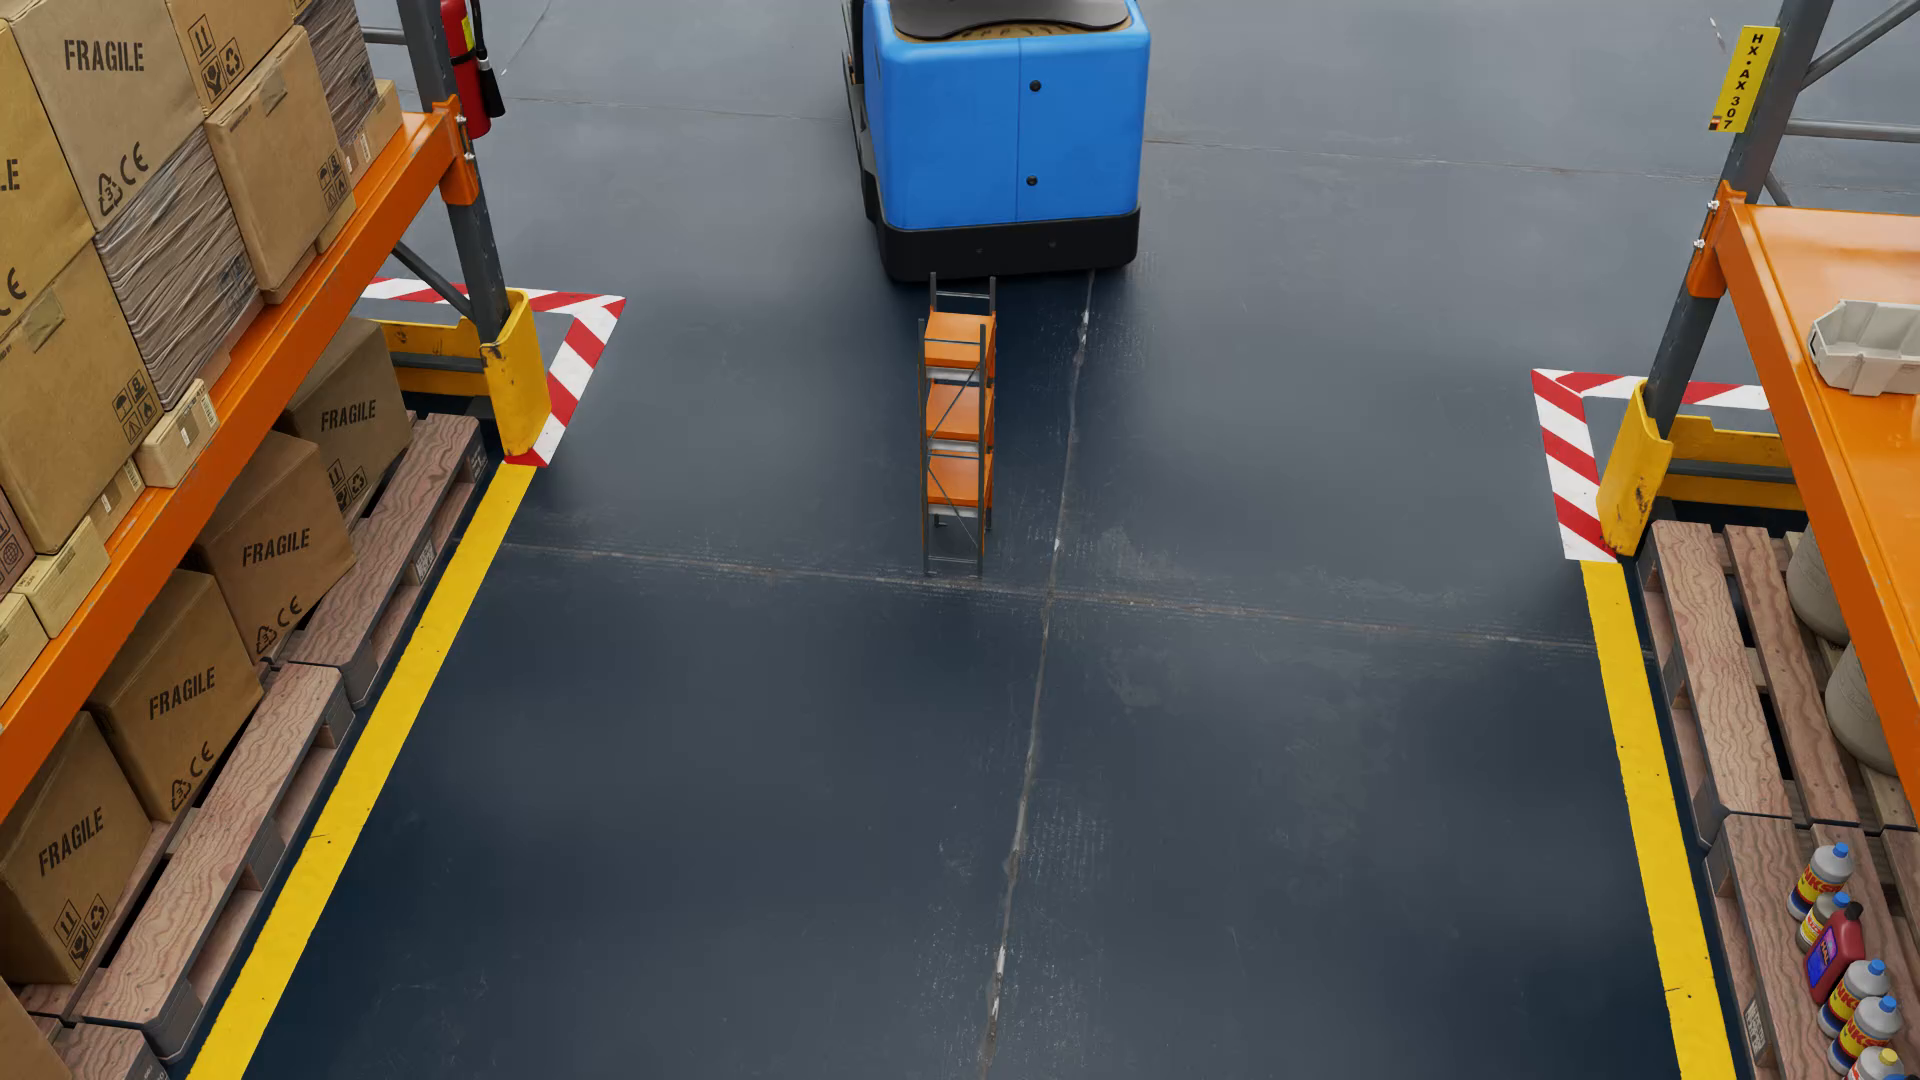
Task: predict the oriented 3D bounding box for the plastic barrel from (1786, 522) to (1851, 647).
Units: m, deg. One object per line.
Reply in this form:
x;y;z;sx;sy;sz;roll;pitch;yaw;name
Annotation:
2.774;0.045;5.025;0.421;0.512;0.421;0;43;0;plastic barrel

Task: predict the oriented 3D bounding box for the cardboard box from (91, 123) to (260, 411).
-2.280;-0.695;4.013;0.875;0.500;0.500;5;44;6;cardboard box

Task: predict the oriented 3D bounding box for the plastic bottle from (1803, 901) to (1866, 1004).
2.189;1.025;4.141;0.061;0.283;0.133;6;44;6;plastic bottle

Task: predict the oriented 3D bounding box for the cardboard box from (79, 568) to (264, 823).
-2.370;0.403;4.655;0.500;0.500;0.500;9;44;9;cardboard box

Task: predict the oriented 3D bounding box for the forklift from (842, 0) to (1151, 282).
0.031;-3.129;6.923;1.130;2.935;3.031;-5;44;-5;forklift

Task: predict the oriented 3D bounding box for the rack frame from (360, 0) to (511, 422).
-2.124;-1.611;5.270;1.000;3.000;0.127;5;44;6;rack frame

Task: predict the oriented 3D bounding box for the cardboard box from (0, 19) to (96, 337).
-2.155;-0.700;3.291;0.500;0.500;0.500;5;44;6;cardboard box

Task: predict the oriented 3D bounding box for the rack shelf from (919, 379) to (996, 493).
-0.007;-0.337;5.358;0.215;0.259;0.240;5;44;6;rack shelf

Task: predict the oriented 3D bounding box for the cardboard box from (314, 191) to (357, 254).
-1.973;-0.962;4.767;0.380;0.149;0.250;5;44;6;cardboard box

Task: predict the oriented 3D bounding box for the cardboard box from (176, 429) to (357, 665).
-2.269;-0.022;5.104;0.500;0.500;0.500;16;46;16;cardboard box

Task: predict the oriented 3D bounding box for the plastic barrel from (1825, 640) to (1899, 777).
2.708;0.387;4.664;0.421;0.512;0.421;0;43;0;plastic barrel

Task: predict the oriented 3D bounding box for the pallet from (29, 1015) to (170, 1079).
-2.599;1.666;3.837;1.003;0.211;1.213;5;44;6;pallet

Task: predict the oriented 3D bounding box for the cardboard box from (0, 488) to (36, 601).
-2.465;-0.018;3.298;0.875;0.500;0.500;5;44;6;cardboard box

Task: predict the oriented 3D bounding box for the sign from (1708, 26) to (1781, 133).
2.240;-1.315;4.755;0.100;0.325;0.005;5;44;6;sign

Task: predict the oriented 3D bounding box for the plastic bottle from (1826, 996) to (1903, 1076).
2.178;1.179;3.988;0.097;0.271;0.097;0;43;0;plastic bottle

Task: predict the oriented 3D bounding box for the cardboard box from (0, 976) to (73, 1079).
-2.492;1.210;3.803;0.500;0.500;0.500;19;46;19;cardboard box

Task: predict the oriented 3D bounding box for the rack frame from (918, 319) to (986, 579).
-0.023;-0.262;5.263;0.200;1.050;0.008;5;44;6;rack frame

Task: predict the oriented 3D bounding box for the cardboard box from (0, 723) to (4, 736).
-2.178;0.407;3.321;0.380;0.149;0.250;5;44;6;cardboard box

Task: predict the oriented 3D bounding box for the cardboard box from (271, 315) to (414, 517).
-2.223;-0.432;5.537;0.500;0.500;0.500;13;45;13;cardboard box

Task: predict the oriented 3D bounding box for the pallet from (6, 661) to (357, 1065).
-2.441;0.833;4.717;1.003;0.211;1.213;5;44;6;pallet

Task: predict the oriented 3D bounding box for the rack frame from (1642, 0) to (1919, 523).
2.785;-1.161;4.795;1.000;3.000;0.127;5;44;6;rack frame

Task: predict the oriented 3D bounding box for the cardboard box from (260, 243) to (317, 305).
-2.021;-0.793;4.588;0.380;0.149;0.250;5;44;6;cardboard box

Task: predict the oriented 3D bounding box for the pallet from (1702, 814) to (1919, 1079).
2.545;1.290;4.234;1.003;0.211;1.213;5;44;6;pallet

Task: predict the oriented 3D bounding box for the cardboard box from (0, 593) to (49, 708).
-2.186;0.233;3.505;0.380;0.149;0.250;5;44;6;cardboard box

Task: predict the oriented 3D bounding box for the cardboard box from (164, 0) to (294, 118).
-2.013;-1.380;4.010;0.500;0.500;0.500;5;44;6;cardboard box

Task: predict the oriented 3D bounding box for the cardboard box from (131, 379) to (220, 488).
-2.052;-0.275;4.042;0.380;0.149;0.250;5;44;6;cardboard box

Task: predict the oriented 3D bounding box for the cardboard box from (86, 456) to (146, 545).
-2.153;-0.111;3.869;0.380;0.149;0.250;5;44;6;cardboard box

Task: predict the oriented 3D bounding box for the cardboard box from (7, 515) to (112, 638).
-2.142;0.063;3.684;0.380;0.149;0.250;5;44;6;cardboard box

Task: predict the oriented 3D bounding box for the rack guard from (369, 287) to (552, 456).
-2.134;-0.652;6.075;1.175;0.500;0.348;5;44;6;rack guard

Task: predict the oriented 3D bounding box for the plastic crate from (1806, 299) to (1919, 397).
2.348;-0.485;4.272;0.298;0.136;0.250;5;44;6;plastic crate

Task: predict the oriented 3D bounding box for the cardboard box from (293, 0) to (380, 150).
-2.224;-1.383;4.740;0.875;0.500;0.500;5;44;6;cardboard box

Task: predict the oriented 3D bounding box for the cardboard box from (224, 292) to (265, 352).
-2.096;-0.626;4.412;0.380;0.149;0.250;5;44;6;cardboard box

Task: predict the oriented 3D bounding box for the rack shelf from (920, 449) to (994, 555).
-0.007;-0.135;5.549;0.215;0.259;0.240;5;44;6;rack shelf

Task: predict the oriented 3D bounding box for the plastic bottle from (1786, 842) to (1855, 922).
2.237;0.877;4.306;0.097;0.271;0.097;0;43;0;plastic bottle

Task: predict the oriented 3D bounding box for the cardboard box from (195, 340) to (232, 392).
-2.106;-0.454;4.230;0.380;0.149;0.250;5;44;6;cardboard box

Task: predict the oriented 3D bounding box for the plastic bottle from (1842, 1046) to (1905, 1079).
2.165;1.272;3.940;0.097;0.201;0.097;0;43;0;plastic bottle

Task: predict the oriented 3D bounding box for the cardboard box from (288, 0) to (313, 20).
-1.952;-1.721;4.370;0.500;0.500;0.500;5;44;6;cardboard box

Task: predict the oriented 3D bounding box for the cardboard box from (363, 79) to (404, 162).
-1.957;-1.307;5.132;0.380;0.149;0.250;5;44;6;cardboard box

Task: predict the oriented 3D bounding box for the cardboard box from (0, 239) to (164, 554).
-2.358;-0.355;3.654;0.875;0.500;0.500;5;44;6;cardboard box

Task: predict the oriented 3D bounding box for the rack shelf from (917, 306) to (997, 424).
-0.007;-0.543;5.163;0.215;0.259;0.240;5;44;6;rack shelf

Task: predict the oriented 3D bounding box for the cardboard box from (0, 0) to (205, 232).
-2.081;-1.040;3.650;0.500;0.500;0.500;5;44;6;cardboard box

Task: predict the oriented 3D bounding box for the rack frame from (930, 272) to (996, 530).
0.009;-0.428;5.438;0.200;1.050;0.008;5;44;6;rack frame

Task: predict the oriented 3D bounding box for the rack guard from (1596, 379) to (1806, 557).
2.822;-0.197;5.595;1.175;0.500;0.348;5;44;6;rack guard

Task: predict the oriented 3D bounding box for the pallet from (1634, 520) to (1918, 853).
2.709;0.461;5.110;1.003;0.211;1.213;5;44;6;pallet

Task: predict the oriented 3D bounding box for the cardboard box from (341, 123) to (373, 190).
-1.991;-1.137;4.952;0.380;0.149;0.250;5;44;6;cardboard box

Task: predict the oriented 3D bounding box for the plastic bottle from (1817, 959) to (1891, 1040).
2.191;1.111;4.060;0.097;0.271;0.097;0;43;0;plastic bottle

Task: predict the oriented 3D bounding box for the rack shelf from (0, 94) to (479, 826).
-2.389;0.013;4.078;1.077;0.370;4.000;5;44;6;rack shelf

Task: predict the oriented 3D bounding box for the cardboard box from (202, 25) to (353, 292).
-2.171;-1.032;4.369;0.875;0.500;0.500;5;44;6;cardboard box

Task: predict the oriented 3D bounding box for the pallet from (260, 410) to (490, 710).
-2.277;0.003;5.593;1.003;0.211;1.213;5;44;6;pallet

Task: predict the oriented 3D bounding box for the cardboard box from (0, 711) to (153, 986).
-2.488;0.780;4.258;0.500;0.500;0.500;2;43;2;cardboard box

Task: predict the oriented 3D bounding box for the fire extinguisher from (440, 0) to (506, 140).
-1.652;-1.619;5.335;0.296;0.674;0.183;5;44;6;fire extinguisher

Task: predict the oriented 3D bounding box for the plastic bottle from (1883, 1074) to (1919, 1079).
2.151;1.317;3.842;0.097;0.271;0.097;0;43;0;plastic bottle

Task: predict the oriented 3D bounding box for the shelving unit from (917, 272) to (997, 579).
-0.007;-0.345;5.351;0.215;1.050;0.252;5;44;6;shelving unit

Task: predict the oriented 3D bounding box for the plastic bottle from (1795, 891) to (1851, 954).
2.223;0.973;4.256;0.097;0.201;0.097;0;43;0;plastic bottle

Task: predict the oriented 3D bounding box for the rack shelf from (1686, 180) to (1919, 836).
2.521;0.463;3.602;1.077;0.370;4.000;5;44;6;rack shelf
